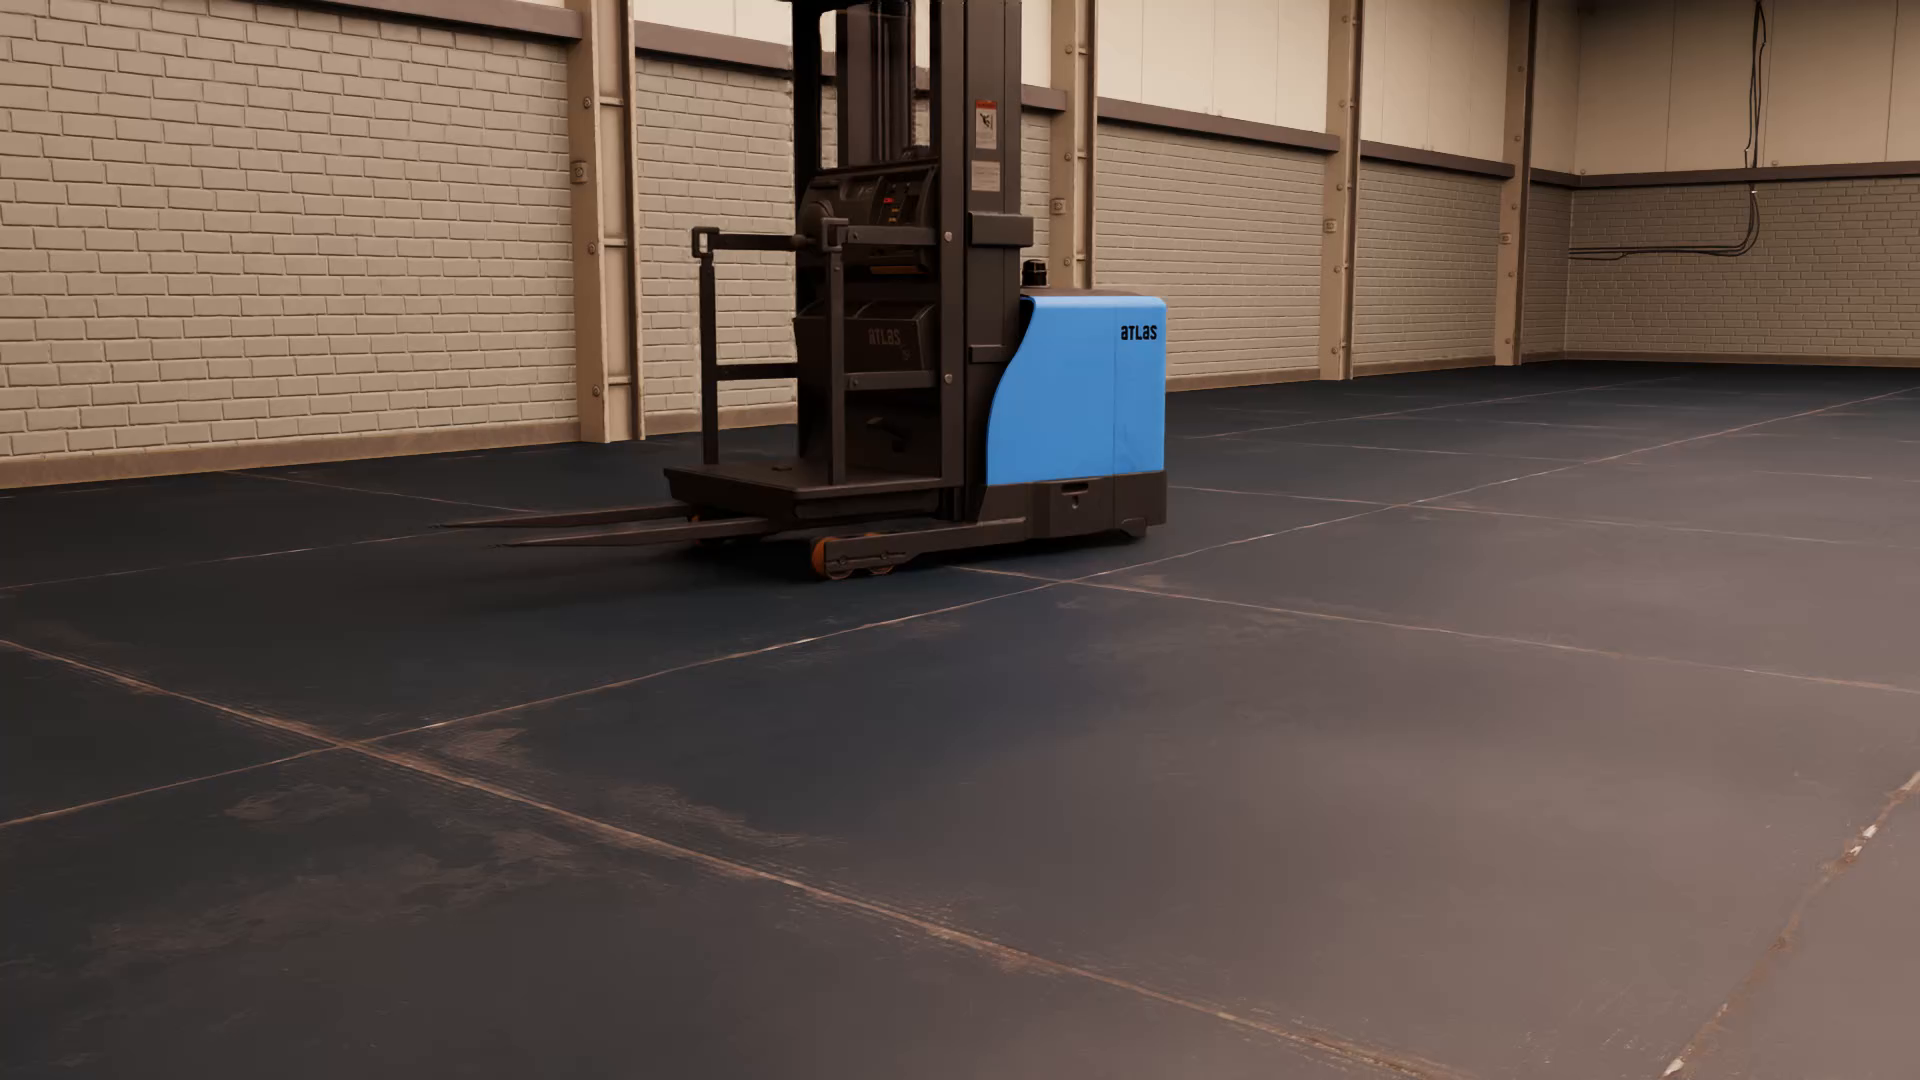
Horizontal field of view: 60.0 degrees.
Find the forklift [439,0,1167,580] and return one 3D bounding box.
[{"bbox_3d":[-0.558,-1.383,6.736,3.031,2.935,1.130,-6,10,-37],"label":"forklift"}]
